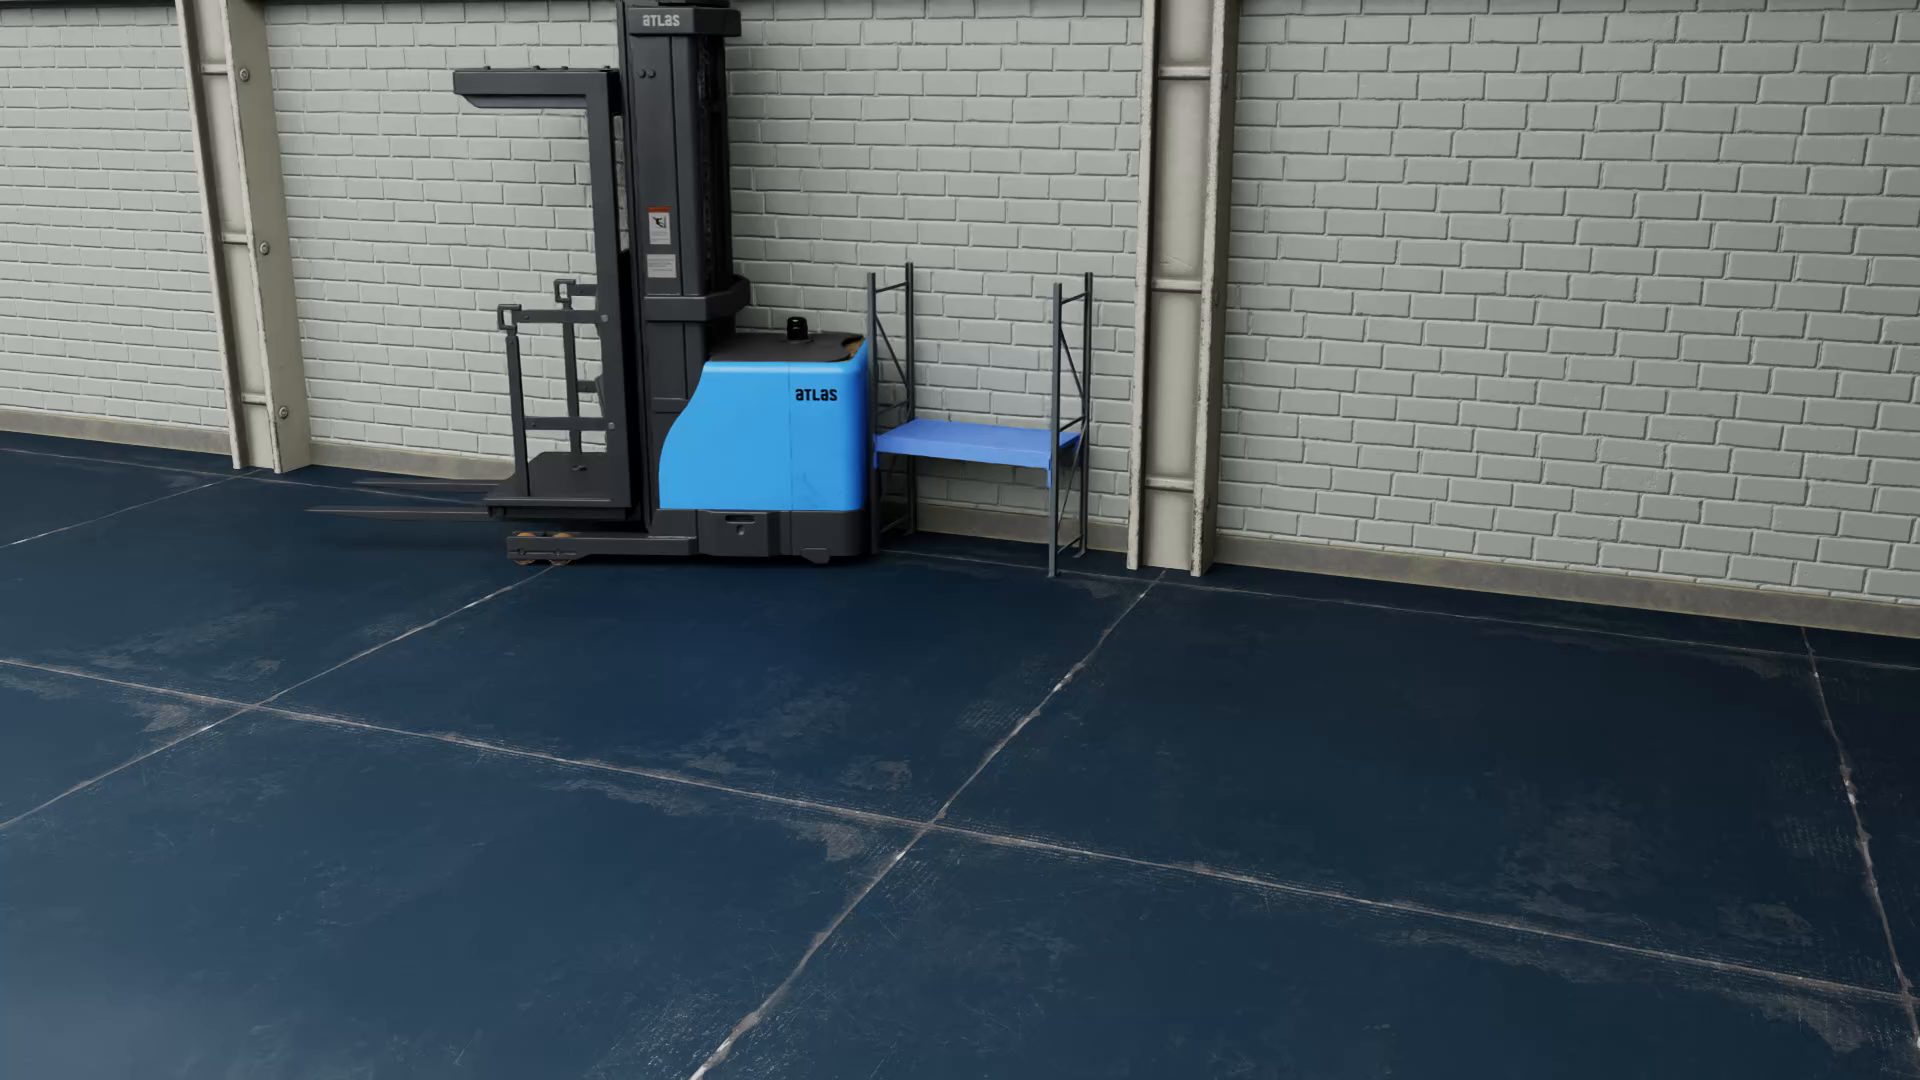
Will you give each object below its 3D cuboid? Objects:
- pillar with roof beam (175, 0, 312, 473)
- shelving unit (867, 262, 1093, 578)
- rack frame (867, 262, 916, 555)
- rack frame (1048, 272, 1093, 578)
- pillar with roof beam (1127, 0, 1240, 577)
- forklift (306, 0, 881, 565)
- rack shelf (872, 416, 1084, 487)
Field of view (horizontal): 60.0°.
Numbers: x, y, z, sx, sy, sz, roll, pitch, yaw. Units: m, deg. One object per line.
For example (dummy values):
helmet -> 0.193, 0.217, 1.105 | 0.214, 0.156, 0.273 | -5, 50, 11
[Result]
pillar with roof beam -> -6.053, -3.691, 5.746 | 0.400, 9.000, 9.100 | 6, 17, 21
shelving unit -> 0.102, -0.649, 8.718 | 1.048, 1.500, 0.538 | 7, 18, 23
rack frame -> -0.363, -0.706, 8.914 | 0.032, 1.500, 0.500 | 7, 18, 23
rack frame -> 0.568, -0.592, 8.522 | 0.032, 1.500, 0.500 | 7, 18, 23
pillar with roof beam -> -0.471, -3.077, 3.631 | 0.400, 9.000, 9.100 | 6, 17, 21
forklift -> -1.978, -1.421, 8.811 | 3.031, 2.935, 1.130 | 1, 16, 3
rack shelf -> 0.102, -0.476, 8.768 | 1.000, 0.185, 0.538 | 7, 18, 23
